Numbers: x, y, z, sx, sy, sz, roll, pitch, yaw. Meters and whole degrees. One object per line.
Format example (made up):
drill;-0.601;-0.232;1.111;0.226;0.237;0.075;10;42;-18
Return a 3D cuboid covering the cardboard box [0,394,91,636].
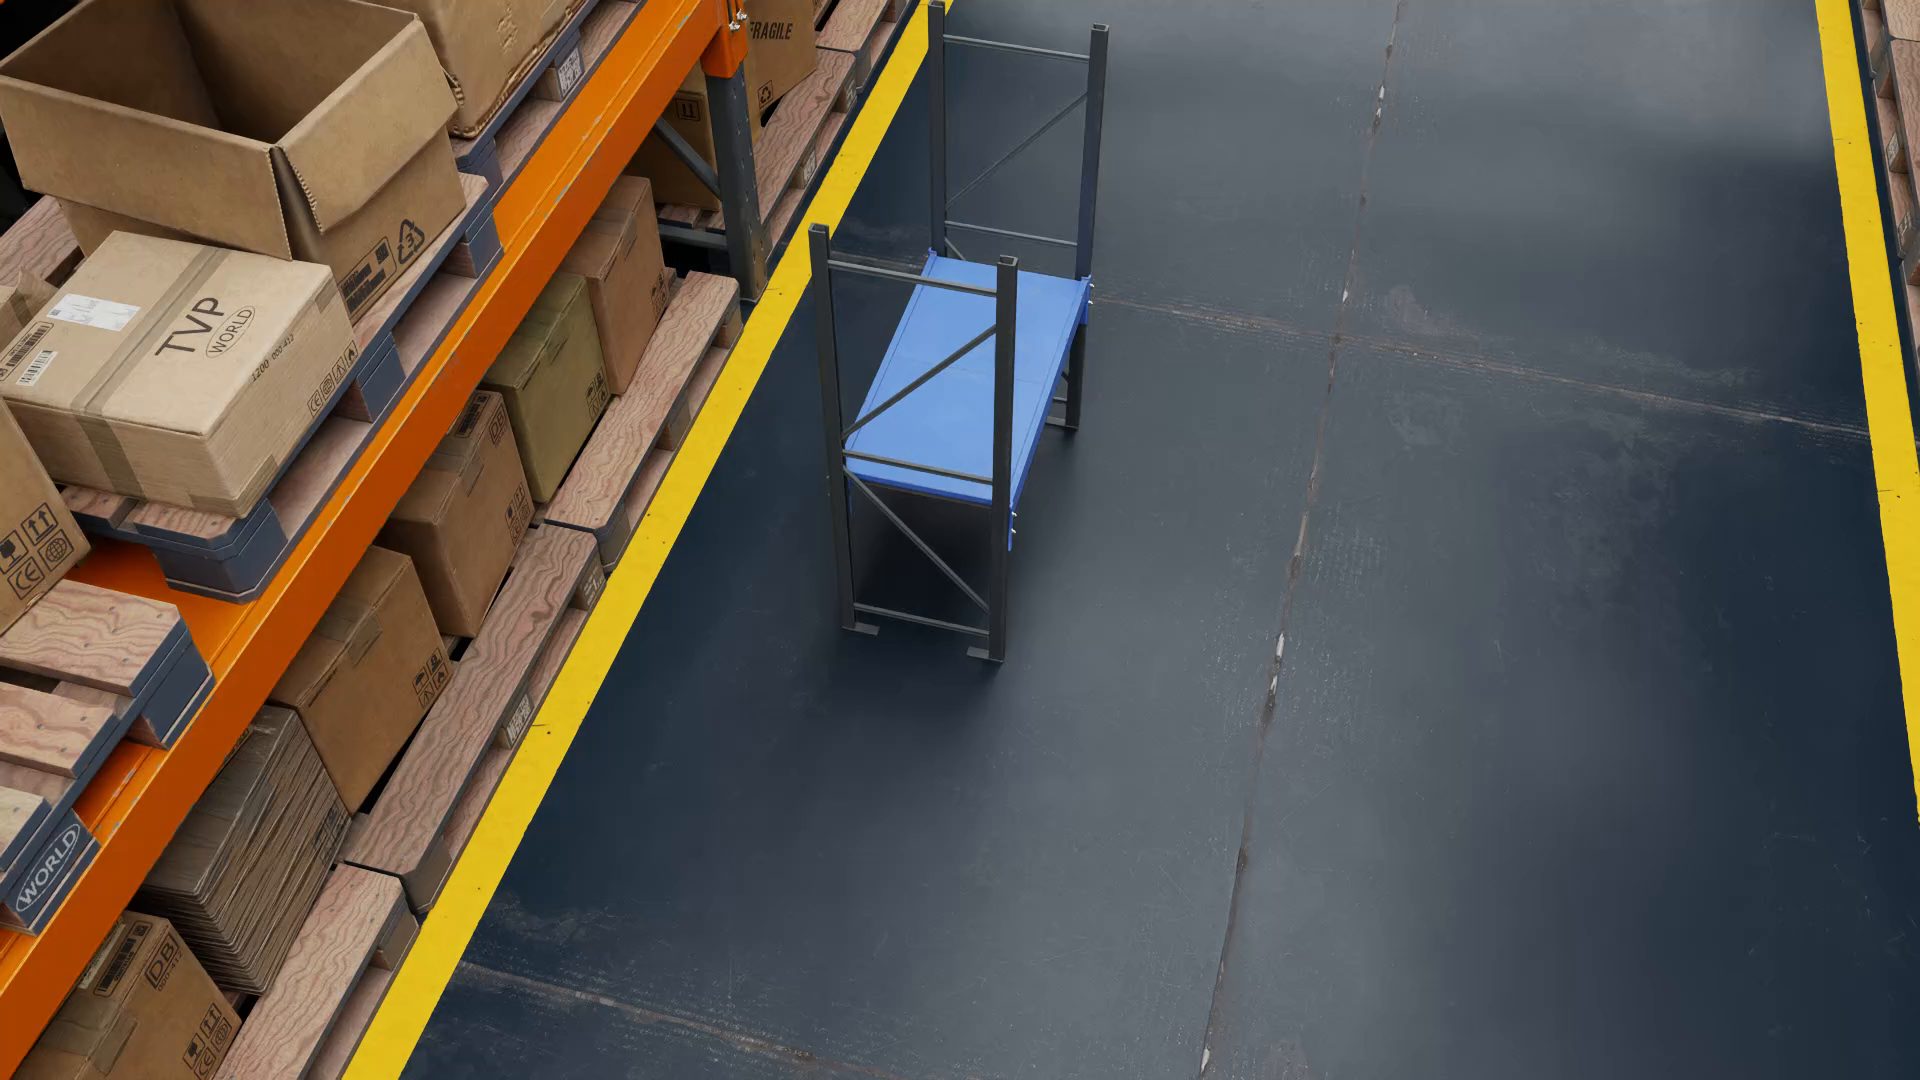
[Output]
cardboard box;-2.097;-0.082;2.975;0.700;0.500;0.500;18;51;16

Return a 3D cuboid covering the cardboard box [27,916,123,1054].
cardboard box;-2.103;0.855;3.369;0.500;0.250;0.500;13;50;12

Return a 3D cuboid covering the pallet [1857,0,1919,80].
pallet;4.439;-2.324;7.160;1.003;0.211;1.213;12;50;10

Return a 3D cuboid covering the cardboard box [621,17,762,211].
cardboard box;-1.054;-1.575;6.026;0.500;0.500;0.500;10;49;9

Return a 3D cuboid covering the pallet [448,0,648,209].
pallet;-1.540;-1.394;4.607;1.003;0.211;1.213;12;50;10

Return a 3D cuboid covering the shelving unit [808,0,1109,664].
shelving unit;0.022;-0.558;4.742;0.538;1.500;1.048;12;50;10

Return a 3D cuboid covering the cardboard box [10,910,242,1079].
cardboard box;-2.094;1.105;3.648;0.700;0.500;0.500;9;49;8

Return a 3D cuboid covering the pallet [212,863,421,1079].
pallet;-2.044;1.270;3.989;1.003;0.211;1.213;12;50;10

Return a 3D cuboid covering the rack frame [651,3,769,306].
rack frame;-1.198;-1.981;4.998;1.000;3.000;0.127;12;50;10

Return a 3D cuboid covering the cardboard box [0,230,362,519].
cardboard box;-1.588;-0.344;3.373;0.500;0.250;0.500;10;49;9

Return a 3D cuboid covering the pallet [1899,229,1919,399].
pallet;3.797;-0.559;5.602;1.003;0.211;1.213;12;50;10

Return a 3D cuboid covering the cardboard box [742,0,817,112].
cardboard box;-0.911;-1.990;6.393;0.500;0.500;0.500;27;54;22

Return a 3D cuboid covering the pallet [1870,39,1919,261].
pallet;4.116;-1.444;6.384;1.003;0.211;1.213;12;50;10

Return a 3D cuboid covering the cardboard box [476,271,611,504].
cardboard box;-1.524;-0.519;5.081;0.700;0.500;0.500;11;50;10

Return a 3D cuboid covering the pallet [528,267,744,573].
pallet;-1.402;-0.495;5.546;1.003;0.211;1.213;12;50;10

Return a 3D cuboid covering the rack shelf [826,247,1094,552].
rack shelf;0.022;-0.439;4.877;0.538;0.185;1.000;12;50;10

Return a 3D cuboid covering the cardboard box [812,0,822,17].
cardboard box;-0.823;-2.455;6.803;0.500;0.500;0.500;8;49;7

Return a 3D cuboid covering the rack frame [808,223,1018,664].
rack frame;-0.111;-0.190;4.418;0.500;1.500;0.032;12;50;10

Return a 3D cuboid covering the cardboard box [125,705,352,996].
cardboard box;-1.960;0.701;4.004;0.700;0.500;0.500;8;49;7

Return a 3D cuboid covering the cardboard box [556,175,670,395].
cardboard box;-1.380;-0.860;5.382;0.700;0.500;0.500;8;49;7

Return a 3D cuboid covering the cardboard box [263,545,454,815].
cardboard box;-1.818;0.290;4.367;0.700;0.500;0.500;15;50;13

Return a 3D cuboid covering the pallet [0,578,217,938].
pallet;-2.166;0.439;2.990;1.213;0.211;1.003;12;50;10

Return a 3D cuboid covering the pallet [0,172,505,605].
pallet;-1.769;-0.465;3.787;1.003;0.211;1.213;12;50;10

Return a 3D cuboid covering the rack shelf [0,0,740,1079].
rack shelf;-1.724;-0.297;3.991;1.077;0.370;4.000;12;50;10

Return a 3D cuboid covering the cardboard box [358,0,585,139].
cardboard box;-1.542;-1.772;4.133;1.000;1.000;1.000;12;50;10

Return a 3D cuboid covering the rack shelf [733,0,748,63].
rack shelf;-0.672;-3.190;6.545;1.077;0.370;4.000;12;50;10

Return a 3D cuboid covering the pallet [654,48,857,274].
pallet;-1.055;-1.551;6.478;1.003;0.211;1.213;12;50;10

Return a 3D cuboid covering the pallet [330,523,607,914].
pallet;-1.721;0.390;4.765;1.003;0.211;1.213;12;50;10

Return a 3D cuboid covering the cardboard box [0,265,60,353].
cardboard box;-2.072;-0.442;3.449;0.396;0.266;0.258;10;49;9

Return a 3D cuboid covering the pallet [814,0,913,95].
pallet;-0.736;-2.437;7.260;1.003;0.211;1.213;12;50;10

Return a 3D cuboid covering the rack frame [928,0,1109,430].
rack frame;0.156;-0.926;5.067;0.500;1.500;0.032;12;50;10

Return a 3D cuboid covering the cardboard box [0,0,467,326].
cardboard box;-1.565;-0.882;3.679;0.797;0.503;0.637;16;51;14

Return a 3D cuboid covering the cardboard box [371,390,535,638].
cardboard box;-1.671;-0.114;4.724;0.700;0.500;0.500;8;49;7

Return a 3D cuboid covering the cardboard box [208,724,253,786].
cardboard box;-1.974;0.469;3.709;0.500;0.250;0.500;17;51;14

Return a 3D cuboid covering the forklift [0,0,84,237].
forklift;-3.348;-1.474;4.596;1.130;2.935;3.031;14;50;12
